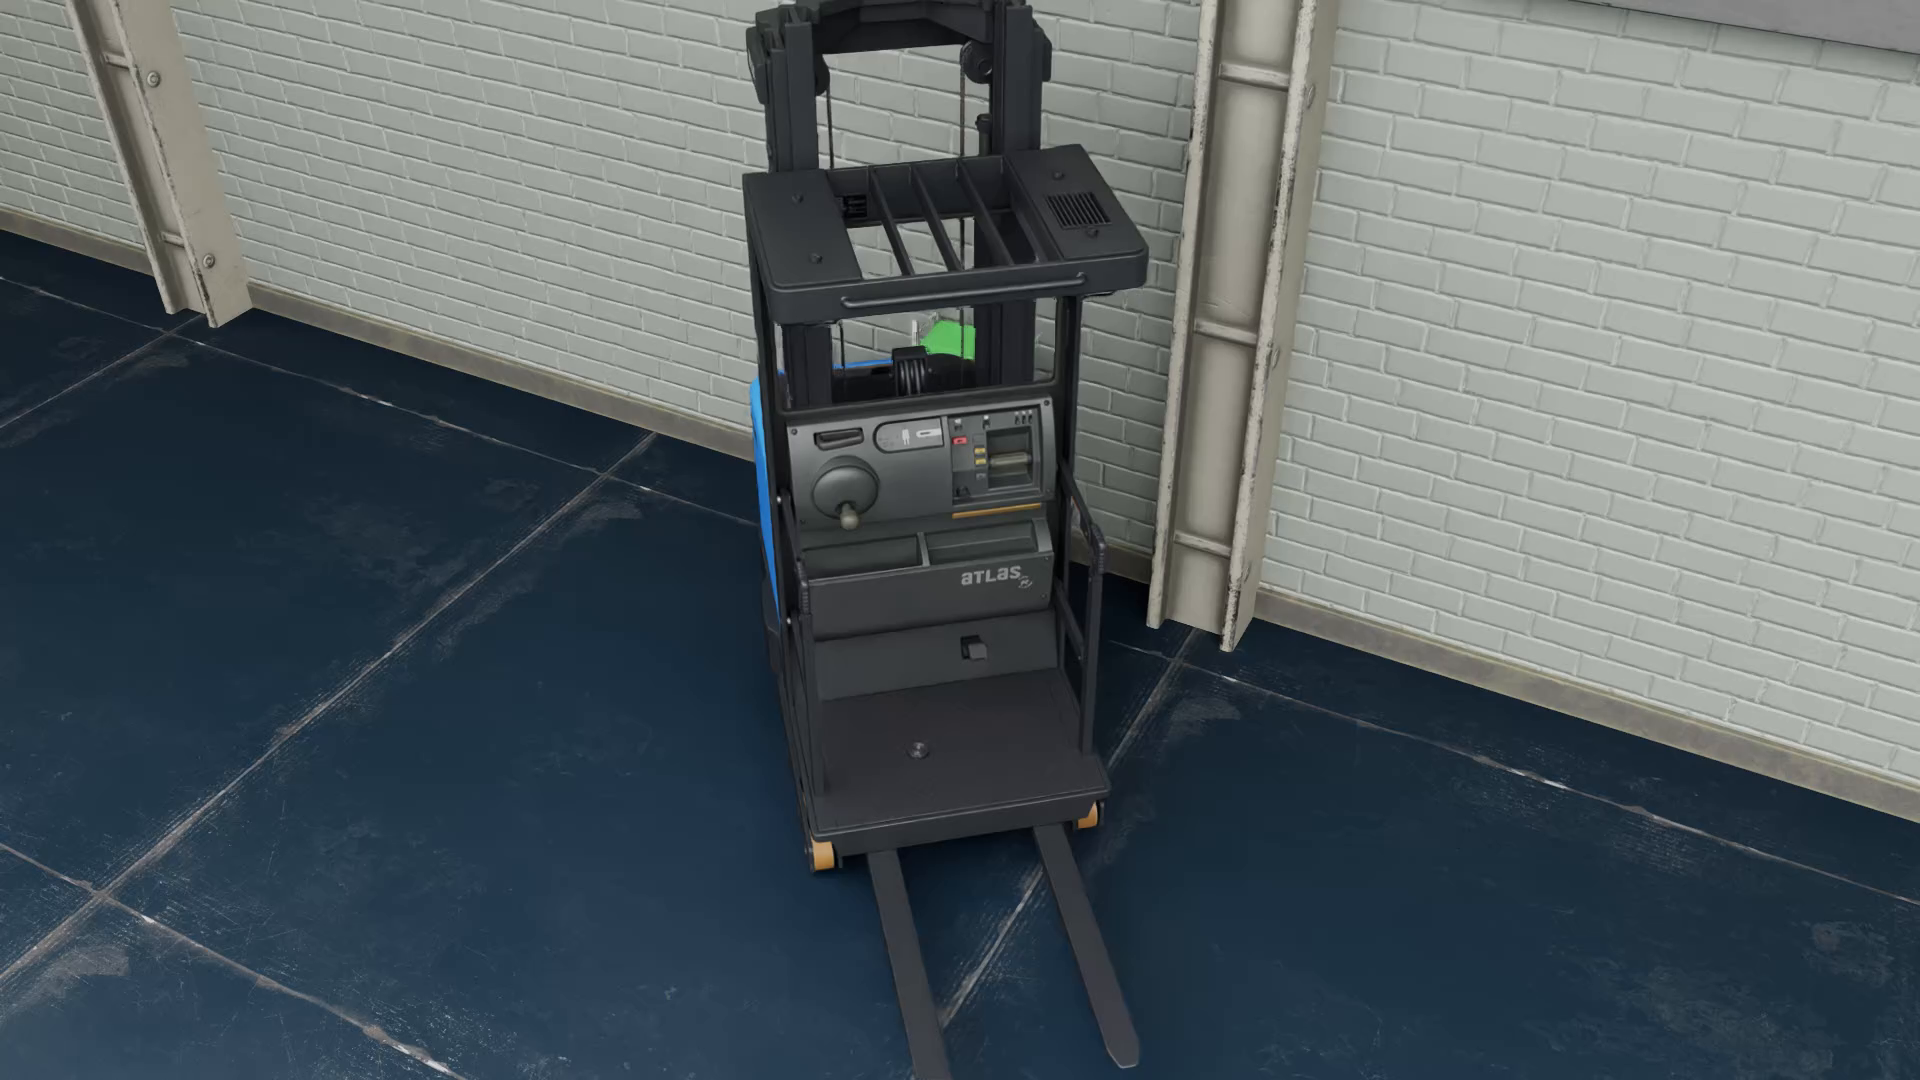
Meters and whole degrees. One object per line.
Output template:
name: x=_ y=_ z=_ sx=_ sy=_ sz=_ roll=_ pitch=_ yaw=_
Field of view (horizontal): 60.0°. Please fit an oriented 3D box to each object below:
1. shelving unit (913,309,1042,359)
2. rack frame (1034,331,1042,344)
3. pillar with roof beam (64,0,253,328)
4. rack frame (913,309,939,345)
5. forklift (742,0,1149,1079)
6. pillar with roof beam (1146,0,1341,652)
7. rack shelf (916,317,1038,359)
shelving unit: x=0.093 y=-0.457 z=7.348 sx=0.503 sy=1.200 sz=0.258 roll=12 pitch=38 yaw=18
rack frame: x=0.319 y=-0.407 z=7.272 sx=0.015 sy=1.200 sz=0.240 roll=12 pitch=38 yaw=18
pillar with roof beam: x=-6.252 y=-2.596 z=3.728 sx=0.400 sy=9.000 sz=9.100 roll=17 pitch=41 yaw=21
rack frame: x=-0.134 y=-0.506 z=7.424 sx=0.015 sy=1.200 sz=0.240 roll=12 pitch=38 yaw=18
forklift: x=-0.079 y=-0.198 z=5.586 sx=1.130 sy=2.935 sz=3.031 roll=-7 pitch=38 yaw=-9
pillar with roof beam: x=-0.924 y=-0.928 z=1.530 sx=0.400 sy=9.000 sz=9.100 roll=17 pitch=41 yaw=21
rack shelf: x=0.084 y=-0.793 z=7.103 sx=0.480 sy=0.148 sz=0.258 roll=12 pitch=38 yaw=18
